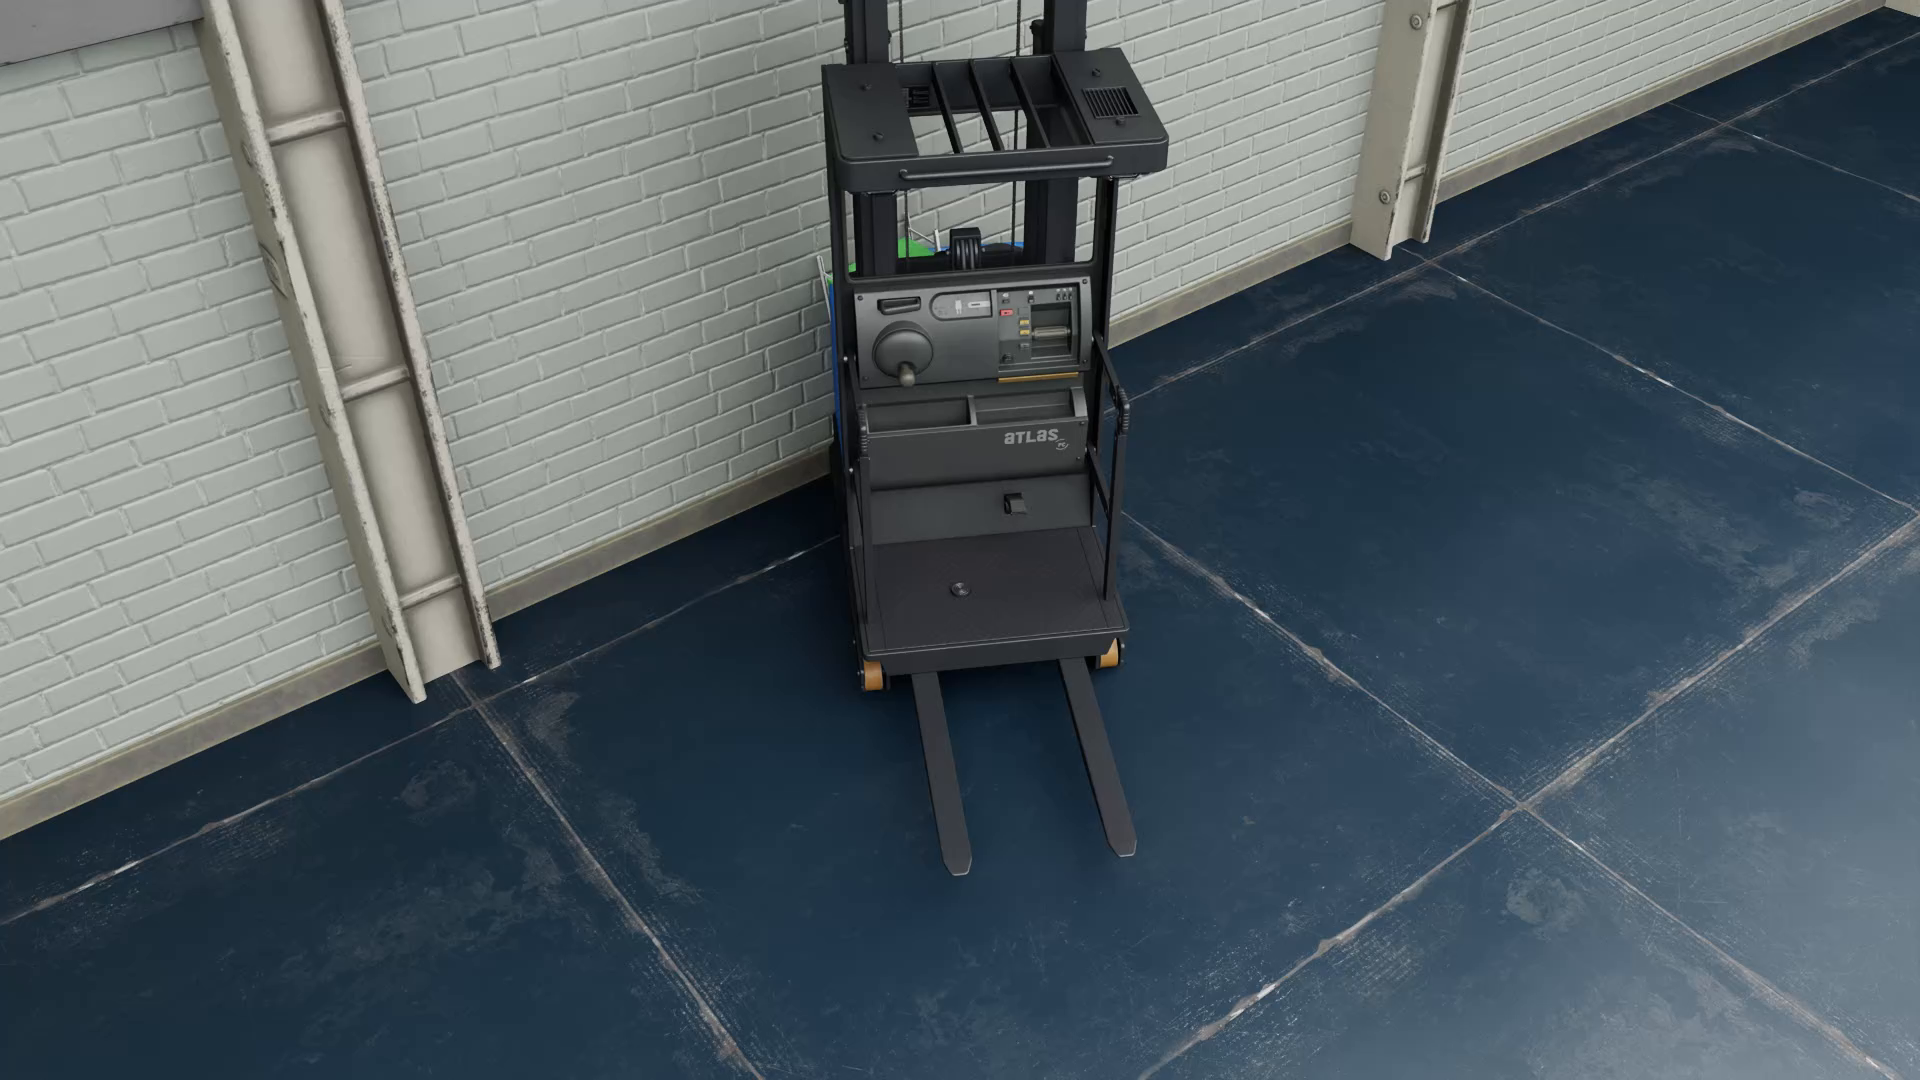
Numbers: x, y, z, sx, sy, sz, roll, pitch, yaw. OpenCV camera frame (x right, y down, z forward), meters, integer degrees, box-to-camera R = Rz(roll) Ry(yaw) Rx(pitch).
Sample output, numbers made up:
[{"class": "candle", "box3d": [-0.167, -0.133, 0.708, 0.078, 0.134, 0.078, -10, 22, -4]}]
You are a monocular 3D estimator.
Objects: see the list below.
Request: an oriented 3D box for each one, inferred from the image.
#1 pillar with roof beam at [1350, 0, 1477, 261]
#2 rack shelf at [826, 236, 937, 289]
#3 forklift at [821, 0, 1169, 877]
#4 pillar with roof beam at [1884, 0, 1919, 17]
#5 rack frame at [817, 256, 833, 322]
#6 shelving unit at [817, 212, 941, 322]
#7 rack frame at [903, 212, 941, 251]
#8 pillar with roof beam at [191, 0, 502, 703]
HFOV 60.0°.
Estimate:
[{"class": "pillar with roof beam", "box3d": [5.174, -3.104, 4.439, 0.400, 9.000, 9.100, -26, 46, -28]}, {"class": "rack shelf", "box3d": [-0.348, -1.193, 7.559, 0.480, 0.148, 0.258, -32, 46, -24]}, {"class": "forklift", "box3d": [0.088, -0.742, 6.344, 1.130, 2.935, 3.031, -5, 40, -6]}, {"class": "pillar with roof beam", "box3d": [9.932, -5.423, 7.265, 0.400, 9.000, 9.100, -26, 46, -28]}, {"class": "rack frame", "box3d": [-0.486, -0.766, 7.737, 0.015, 1.200, 0.240, -32, 46, -24]}, {"class": "shelving unit", "box3d": [-0.296, -0.885, 7.834, 0.503, 1.200, 0.258, -32, 46, -24]}, {"class": "rack frame", "box3d": [-0.106, -1.003, 7.932, 0.015, 1.200, 0.240, -32, 46, -24]}, {"class": "pillar with roof beam", "box3d": [0.417, -0.785, 1.612, 0.400, 9.000, 9.100, -26, 46, -28]}]
